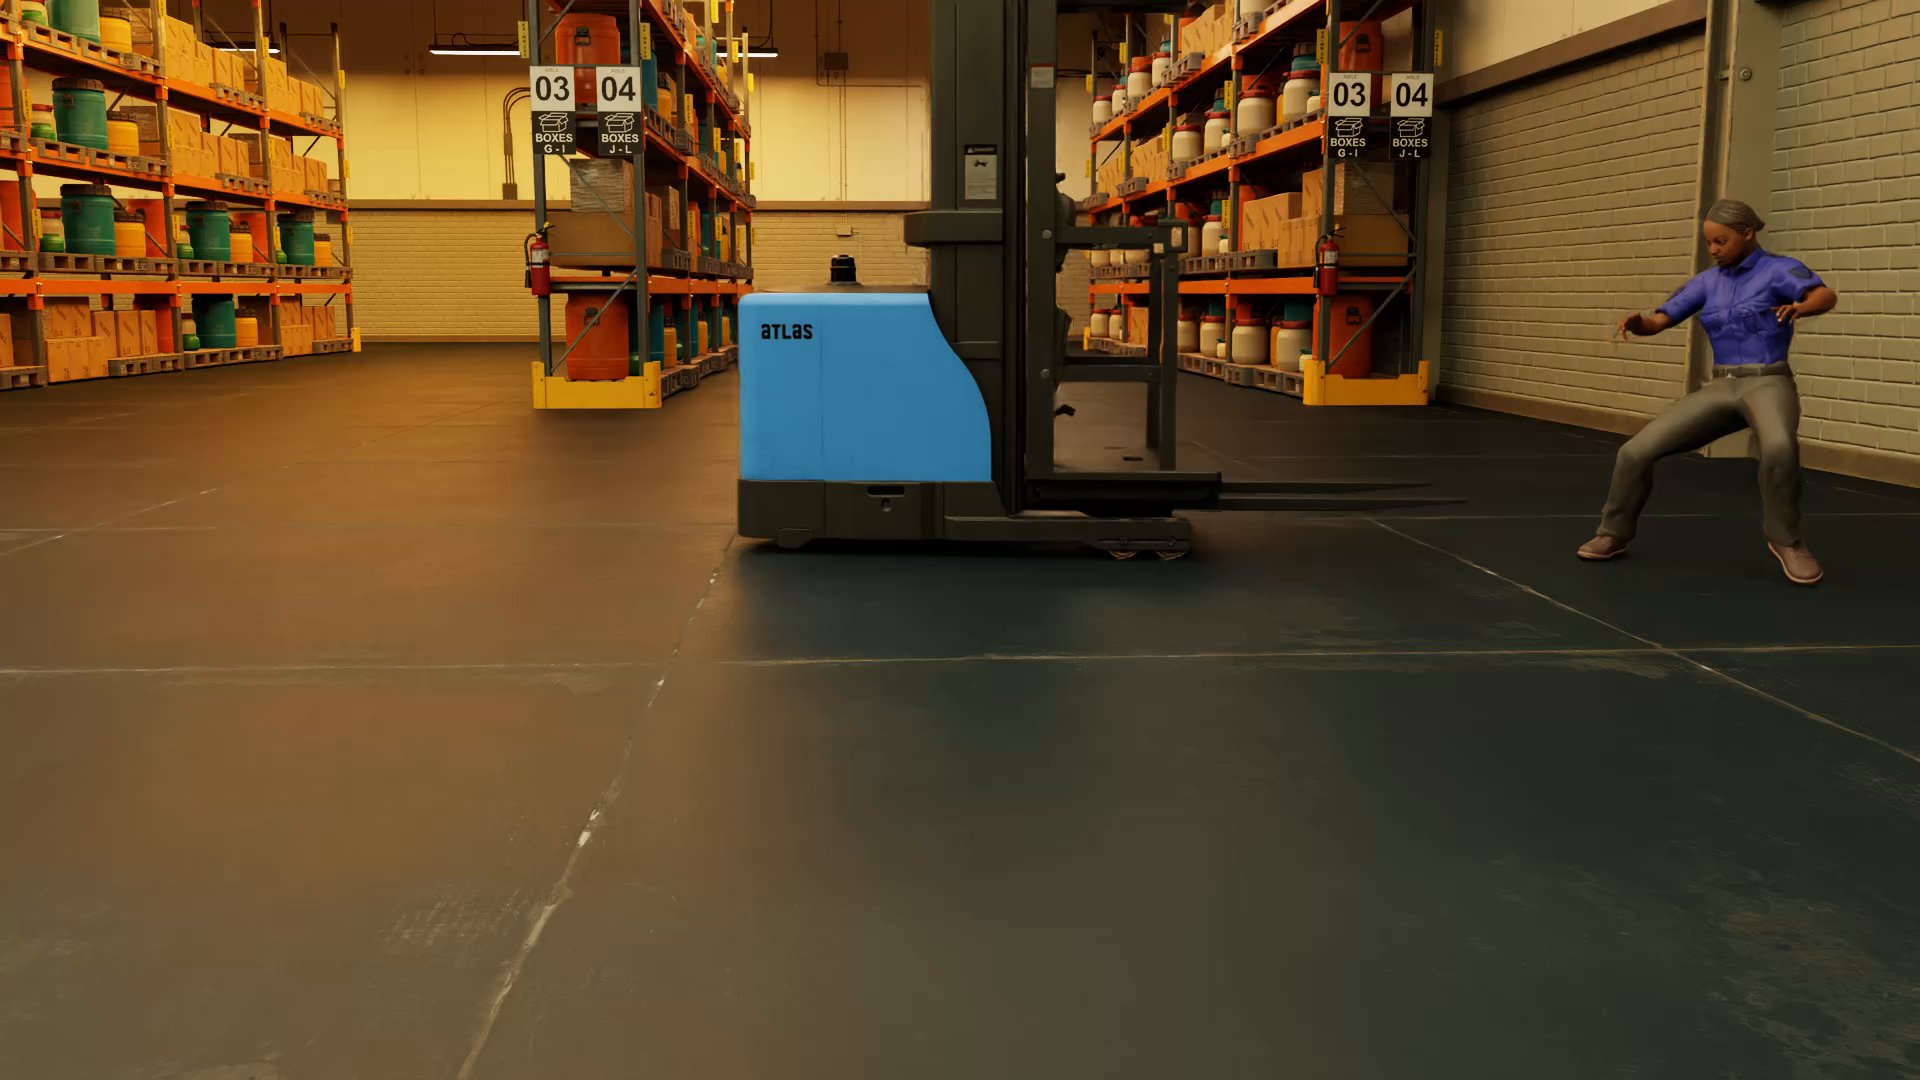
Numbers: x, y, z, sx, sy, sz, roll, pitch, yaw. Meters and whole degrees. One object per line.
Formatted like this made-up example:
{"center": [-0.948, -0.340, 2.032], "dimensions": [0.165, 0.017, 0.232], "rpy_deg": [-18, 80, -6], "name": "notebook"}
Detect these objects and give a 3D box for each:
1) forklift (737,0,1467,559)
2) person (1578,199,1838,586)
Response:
{"center": [0.607, -1.452, 7.110], "dimensions": [3.031, 2.935, 1.130], "rpy_deg": [0, 8, 3], "name": "forklift"}
{"center": [2.886, -0.588, 6.398], "dimensions": [0.689, 1.431, 0.965], "rpy_deg": [-4, 9, -26], "name": "person"}
